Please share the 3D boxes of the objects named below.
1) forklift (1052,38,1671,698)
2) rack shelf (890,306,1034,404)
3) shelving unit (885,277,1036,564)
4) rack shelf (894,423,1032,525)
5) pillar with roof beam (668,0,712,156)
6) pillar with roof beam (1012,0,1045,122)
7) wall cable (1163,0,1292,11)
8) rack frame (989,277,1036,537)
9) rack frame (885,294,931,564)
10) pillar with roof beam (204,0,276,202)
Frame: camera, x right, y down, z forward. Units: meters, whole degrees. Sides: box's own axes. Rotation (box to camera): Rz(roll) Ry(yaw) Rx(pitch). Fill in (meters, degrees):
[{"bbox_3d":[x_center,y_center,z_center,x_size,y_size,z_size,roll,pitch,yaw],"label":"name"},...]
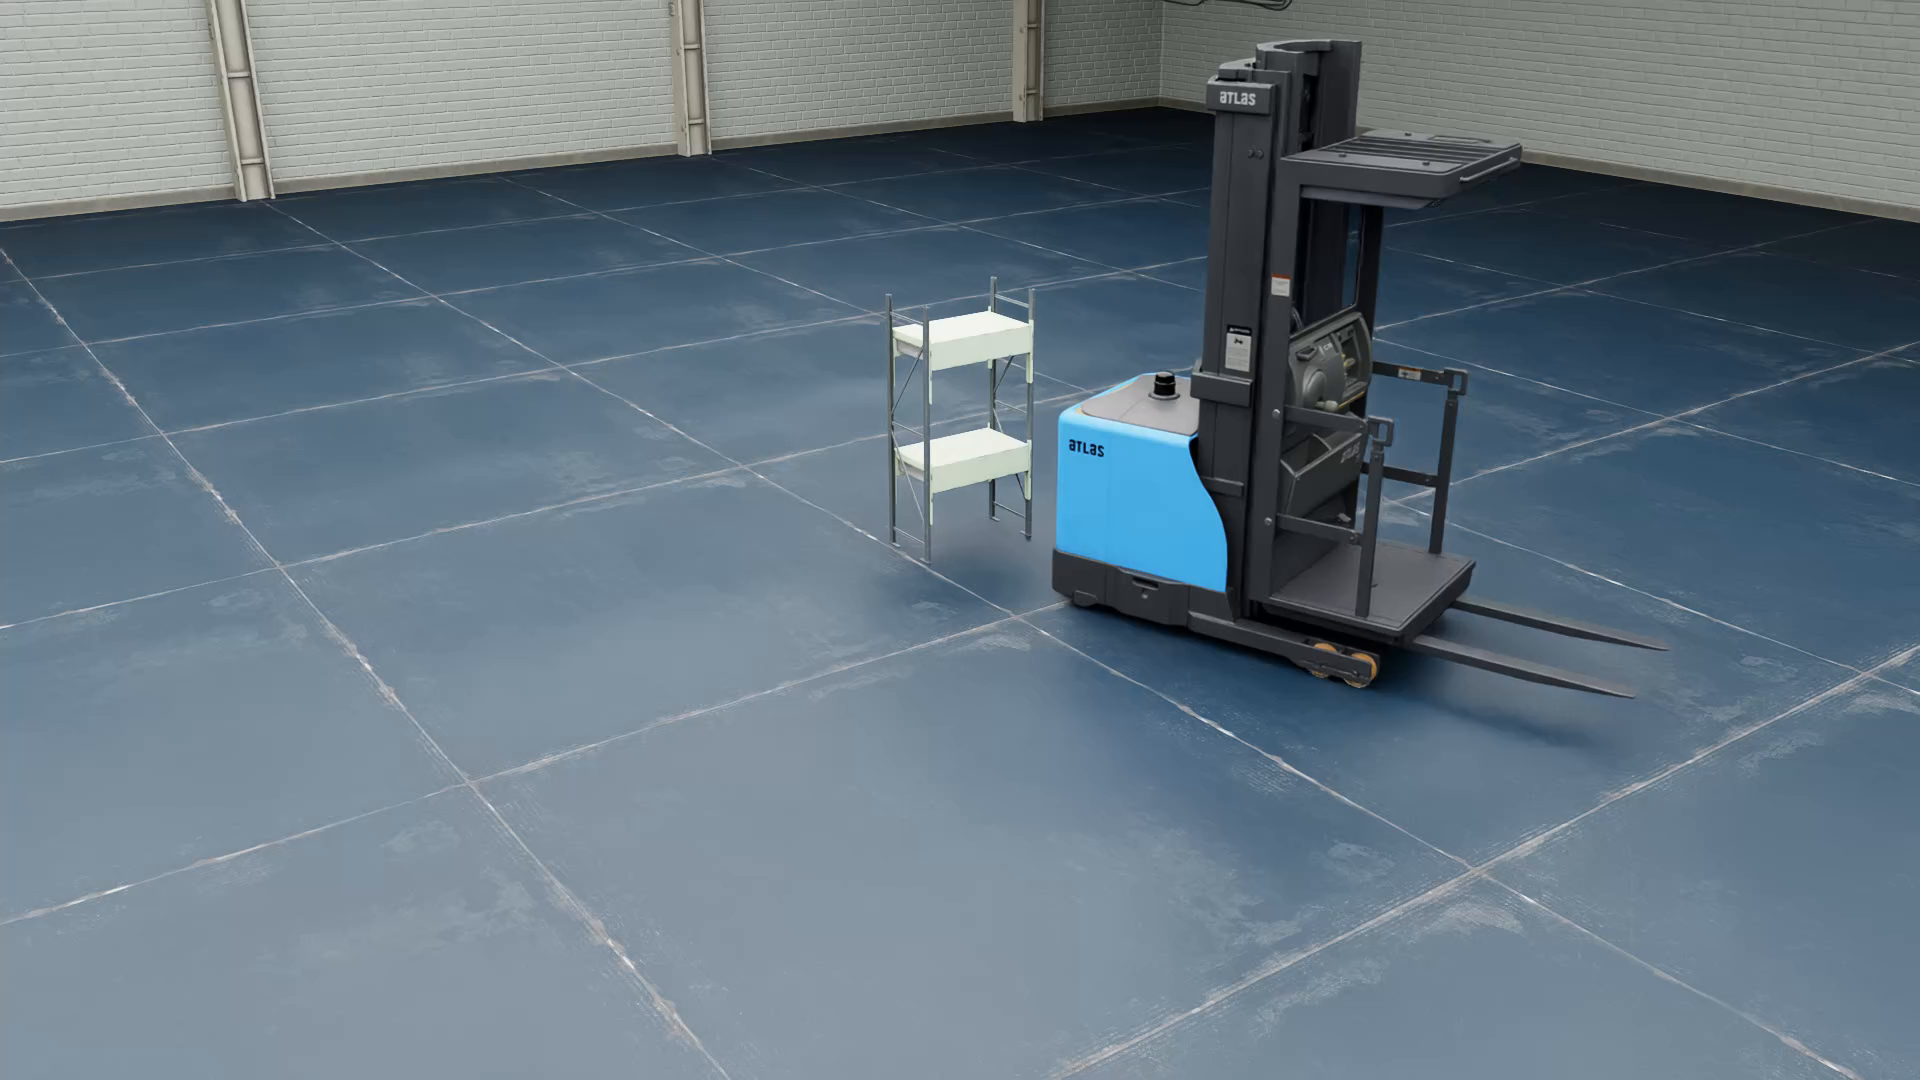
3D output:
[{"bbox_3d":[2.000,-0.866,8.112,3.031,2.935,1.130,15,26,32],"label":"forklift"},{"bbox_3d":[0.005,-1.061,9.477,0.720,0.370,0.431,-15,26,-33],"label":"rack shelf"},{"bbox_3d":[0.005,-0.698,9.622,0.755,1.500,0.431,-15,26,-33],"label":"shelving unit"},{"bbox_3d":[0.005,-0.395,9.743,0.720,0.370,0.431,-15,26,-33],"label":"rack shelf"},{"bbox_3d":[-1.264,-8.382,18.760,0.400,9.000,9.100,-15,26,-33],"label":"pillar with roof beam"},{"bbox_3d":[3.607,-9.681,22.014,0.400,9.000,9.100,-15,26,-33],"label":"pillar with roof beam"},{"bbox_3d":[4.256,-9.773,26.436,0.112,2.526,3.097,-15,26,-33],"label":"wall cable"},{"bbox_3d":[0.303,-0.777,9.821,0.023,1.500,0.400,-15,26,-33],"label":"rack frame"},{"bbox_3d":[-0.292,-0.619,9.424,0.023,1.500,0.400,-15,26,-33],"label":"rack frame"},{"bbox_3d":[-6.134,-7.083,15.505,0.400,9.000,9.100,-15,26,-33],"label":"pillar with roof beam"}]
